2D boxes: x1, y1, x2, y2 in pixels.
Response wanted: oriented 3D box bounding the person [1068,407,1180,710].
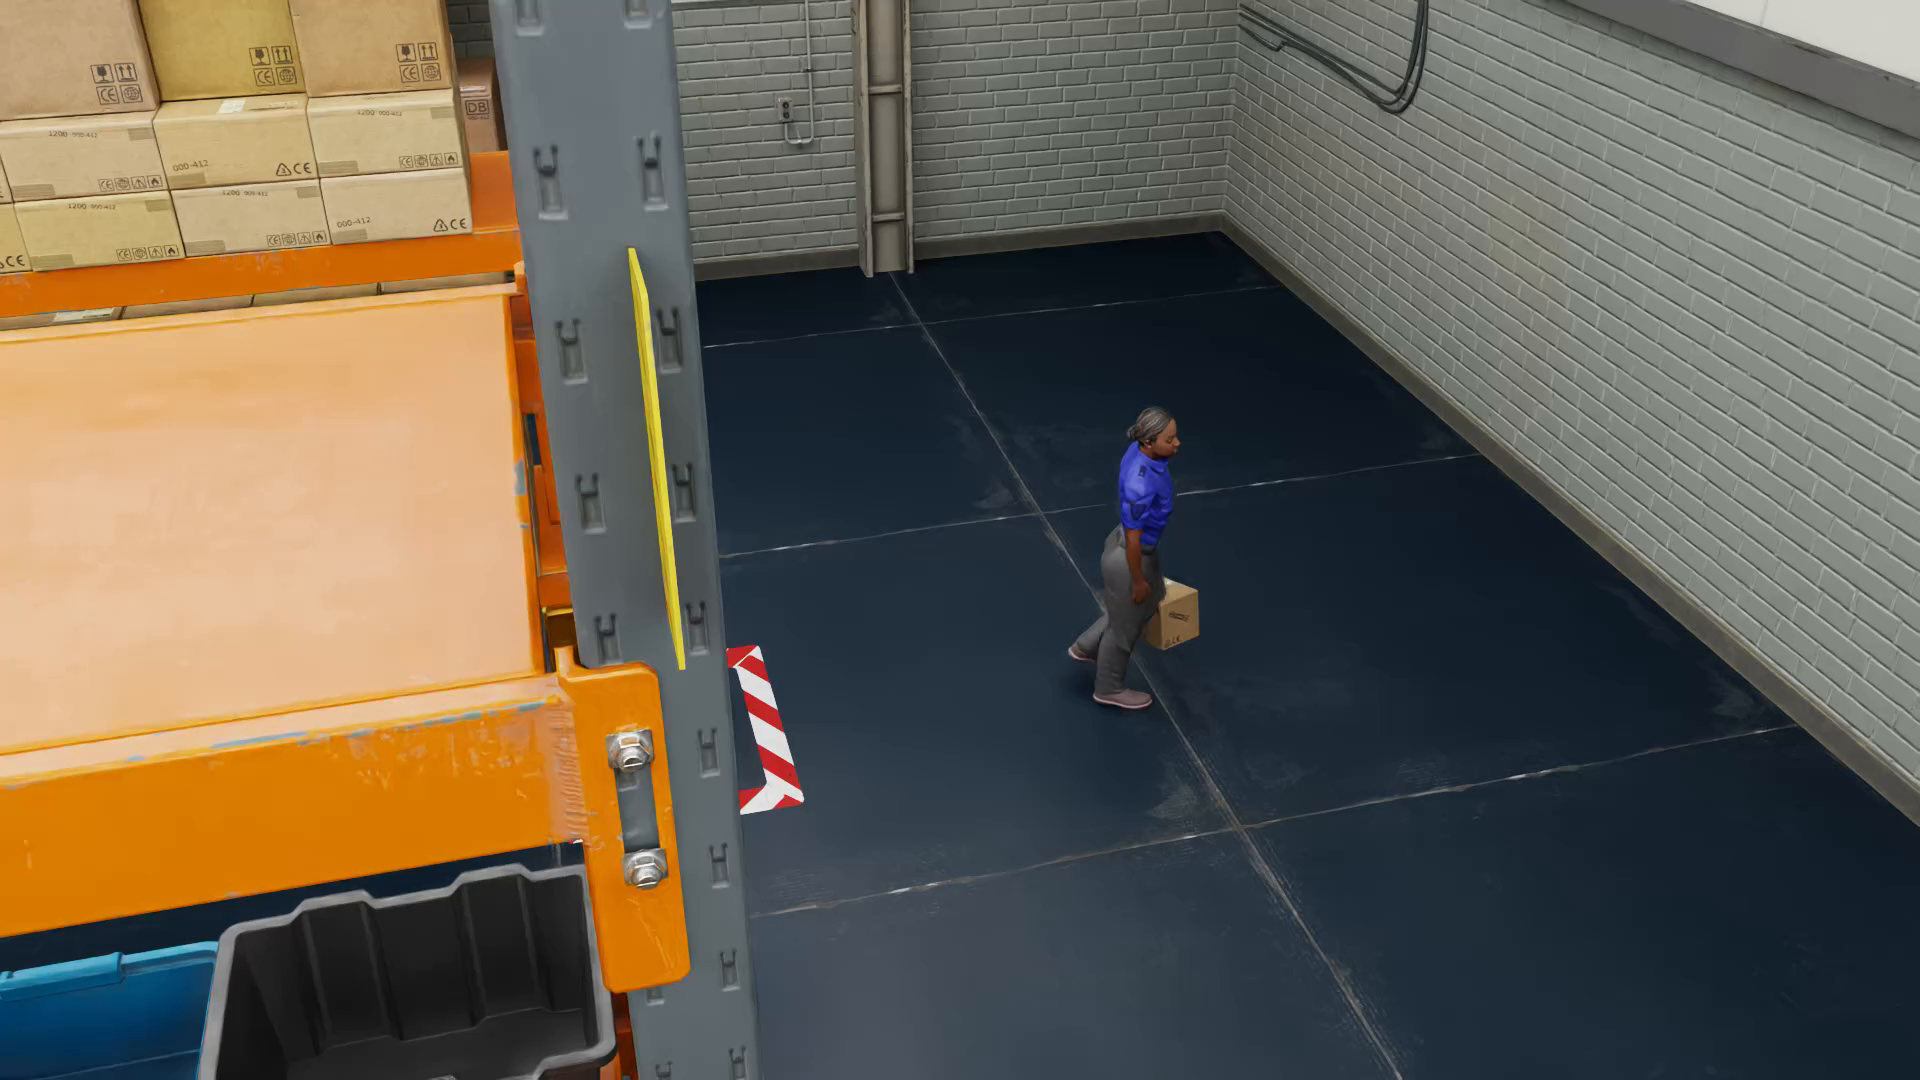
[{"bbox_3d":[0.771,0.087,7.984,0.490,1.658,0.511,5,31,8],"label":"person"}]
